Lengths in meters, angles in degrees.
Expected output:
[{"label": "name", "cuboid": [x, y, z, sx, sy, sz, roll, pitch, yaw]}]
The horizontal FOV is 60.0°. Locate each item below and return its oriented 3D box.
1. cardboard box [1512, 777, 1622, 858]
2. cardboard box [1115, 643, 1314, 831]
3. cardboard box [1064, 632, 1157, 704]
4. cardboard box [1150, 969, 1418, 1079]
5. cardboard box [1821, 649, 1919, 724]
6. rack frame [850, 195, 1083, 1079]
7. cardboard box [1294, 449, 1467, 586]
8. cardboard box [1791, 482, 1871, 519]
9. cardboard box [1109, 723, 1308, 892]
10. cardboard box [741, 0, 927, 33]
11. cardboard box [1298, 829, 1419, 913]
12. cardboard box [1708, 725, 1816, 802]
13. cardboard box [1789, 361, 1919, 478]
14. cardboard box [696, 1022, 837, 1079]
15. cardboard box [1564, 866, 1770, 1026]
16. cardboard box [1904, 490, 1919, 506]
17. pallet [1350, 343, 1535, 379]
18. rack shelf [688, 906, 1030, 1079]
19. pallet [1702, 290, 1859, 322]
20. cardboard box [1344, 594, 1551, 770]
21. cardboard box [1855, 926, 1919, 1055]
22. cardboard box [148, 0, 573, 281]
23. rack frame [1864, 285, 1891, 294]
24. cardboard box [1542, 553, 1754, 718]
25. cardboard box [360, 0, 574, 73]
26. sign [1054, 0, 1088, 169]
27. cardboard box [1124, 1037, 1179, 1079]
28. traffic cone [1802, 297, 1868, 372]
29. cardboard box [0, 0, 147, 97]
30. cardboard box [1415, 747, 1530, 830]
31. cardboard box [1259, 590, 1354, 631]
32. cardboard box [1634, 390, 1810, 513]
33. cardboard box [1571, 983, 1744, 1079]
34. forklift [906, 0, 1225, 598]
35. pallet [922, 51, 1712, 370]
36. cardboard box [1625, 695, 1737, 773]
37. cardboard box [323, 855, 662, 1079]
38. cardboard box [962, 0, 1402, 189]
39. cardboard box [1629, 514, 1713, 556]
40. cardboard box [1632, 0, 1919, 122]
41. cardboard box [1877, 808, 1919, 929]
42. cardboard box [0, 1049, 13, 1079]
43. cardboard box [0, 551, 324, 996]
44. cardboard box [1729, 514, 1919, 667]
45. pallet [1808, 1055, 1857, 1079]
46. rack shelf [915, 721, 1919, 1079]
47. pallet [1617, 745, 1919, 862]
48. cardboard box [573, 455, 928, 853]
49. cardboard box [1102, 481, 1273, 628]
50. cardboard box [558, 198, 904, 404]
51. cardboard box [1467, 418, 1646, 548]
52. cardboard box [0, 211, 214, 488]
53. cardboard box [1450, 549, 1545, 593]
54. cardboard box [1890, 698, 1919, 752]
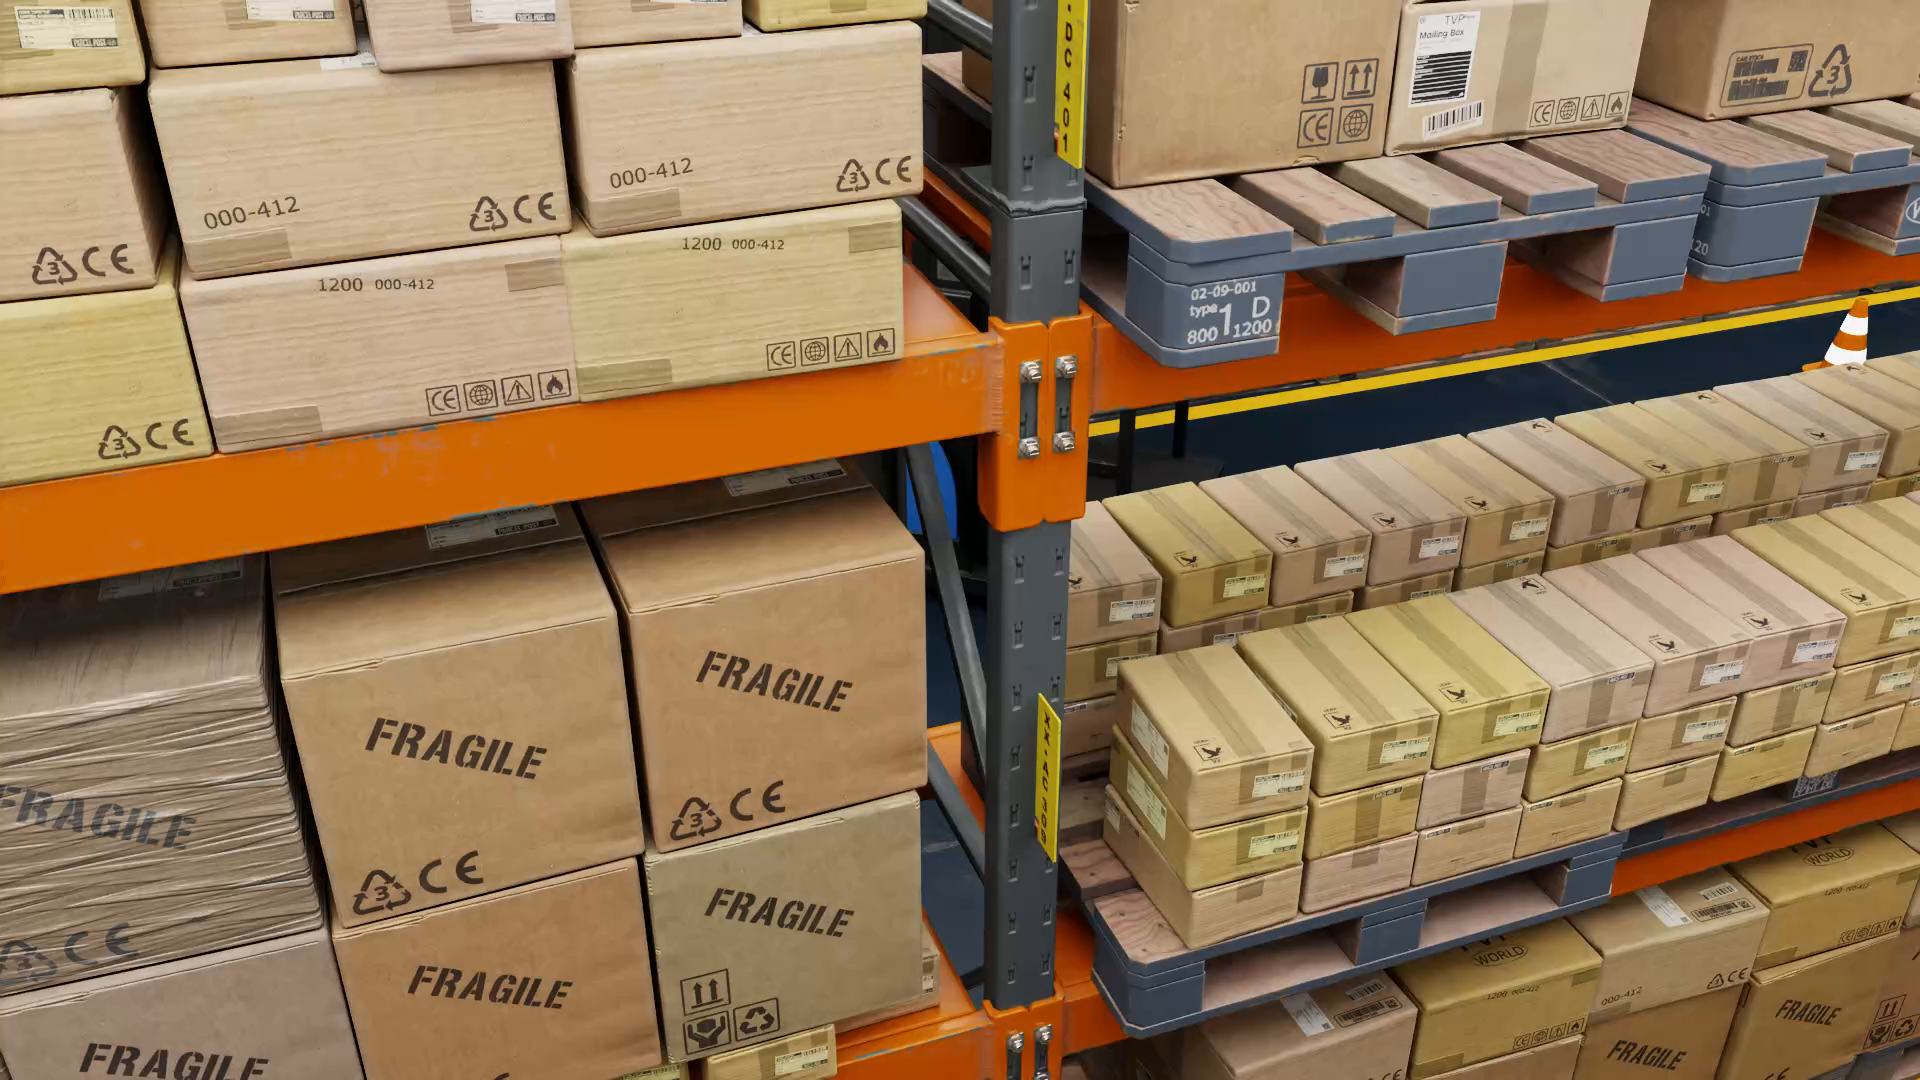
[{"label": "cardboard box", "cuboid": [1.222, 0.504, 3.666, 0.250, 0.149, 0.380, -10, 31, -17]}, {"label": "cardboard box", "cuboid": [0.493, 0.380, 3.282, 0.250, 0.149, 0.380, -9, 31, -15]}, {"label": "cardboard box", "cuboid": [0.268, 0.203, 3.892, 0.250, 0.149, 0.380, -9, 31, -16]}, {"label": "cardboard box", "cuboid": [0.748, 1.139, 4.064, 0.500, 0.250, 0.500, -12, 32, -20]}, {"label": "cardboard box", "cuboid": [1.958, 0.238, 3.831, 0.250, 0.149, 0.380, -11, 31, -19]}, {"label": "rack frame", "cuboid": [-0.036, 0.566, 3.726, 0.127, 3.000, 1.000, -10, 31, -18]}, {"label": "cardboard box", "cuboid": [1.012, -0.061, 4.056, 0.250, 0.149, 0.380, -11, 31, -18]}, {"label": "cardboard box", "cuboid": [2.217, -0.155, 4.521, 0.250, 0.149, 0.380, -10, 31, -18]}, {"label": "cardboard box", "cuboid": [0.493, 0.509, 3.355, 0.250, 0.149, 0.380, -10, 31, -17]}, {"label": "cardboard box", "cuboid": [-0.234, -0.881, 2.480, 0.250, 0.149, 0.380, -12, 32, -20]}, {"label": "cardboard box", "cuboid": [0.751, 0.588, 3.518, 0.250, 0.149, 0.380, -10, 31, -17]}, {"label": "cardboard box", "cuboid": [1.715, 0.410, 3.829, 0.250, 0.149, 0.380, -11, 31, -19]}, {"label": "cardboard box", "cuboid": [2.481, -0.333, 4.533, 0.250, 0.149, 0.380, -12, 32, -20]}, {"label": "cardboard box", "cuboid": [-0.426, 0.928, 3.344, 0.250, 0.149, 0.380, -11, 32, -19]}, {"label": "cardboard box", "cuboid": [1.726, 0.960, 4.378, 0.500, 0.250, 0.500, -9, 31, -16]}, {"label": "cardboard box", "cuboid": [2.454, 0.015, 3.921, 0.250, 0.149, 0.380, -10, 31, -18]}, {"label": "pallet", "cuboid": [2.625, -1.326, 9.864, 1.213, 0.211, 1.003, -10, 31, -18]}, {"label": "rack shelf", "cuboid": [-1.911, 1.224, 3.298, 4.000, 0.370, 1.077, -10, 31, -18]}, {"label": "pallet", "cuboid": [4.911, -1.747, 10.603, 1.213, 0.211, 1.003, -10, 31, -18]}, {"label": "cardboard box", "cuboid": [0.993, 0.286, 3.447, 0.250, 0.149, 0.380, -10, 31, -17]}, {"label": "cardboard box", "cuboid": [2.699, 1.102, 4.886, 0.500, 0.500, 0.500, -9, 31, -16]}, {"label": "cardboard box", "cuboid": [-0.872, -0.607, 2.402, 0.500, 0.250, 0.500, -12, 32, -20]}, {"label": "rack frame", "cuboid": [5.641, -3.094, 10.150, 0.127, 3.000, 1.000, -10, 31, -18]}, {"label": "cardboard box", "cuboid": [1.468, 0.199, 3.598, 0.250, 0.149, 0.380, -11, 31, -18]}, {"label": "cardboard box", "cuboid": [-0.693, -0.769, 2.284, 0.250, 0.149, 0.380, -10, 31, -18]}, {"label": "sign", "cuboid": [0.160, -0.711, 2.416, 0.005, 0.325, 0.100, -10, 31, -18]}, {"label": "cardboard box", "cuboid": [0.749, 1.465, 4.249, 0.500, 0.500, 0.500, -9, 31, -16]}, {"label": "traffic cone", "cuboid": [4.967, -1.128, 9.262, 0.334, 0.463, 0.336, -10, 31, -18]}, {"label": "cardboard box", "cuboid": [-1.209, -0.698, 2.158, 0.250, 0.149, 0.380, -12, 32, -20]}, {"label": "cardboard box", "cuboid": [0.977, 0.419, 3.514, 0.250, 0.149, 0.380, -10, 31, -16]}, {"label": "cardboard box", "cuboid": [0.748, 0.116, 4.046, 0.250, 0.149, 0.380, -9, 31, -15]}, {"label": "cardboard box", "cuboid": [1.981, -0.239, 4.367, 0.250, 0.149, 0.380, -9, 31, -16]}, {"label": "cardboard box", "cuboid": [1.730, 1.277, 4.580, 0.500, 0.500, 0.500, -10, 31, -17]}, {"label": "forklift", "cuboid": [0.590, -1.164, 6.831, 3.031, 2.935, 1.130, 11, 31, 18]}, {"label": "pallet", "cuboid": [0.579, -0.713, 3.130, 1.003, 0.211, 1.213, -10, 31, -18]}, {"label": "cardboard box", "cuboid": [1.473, 0.326, 3.677, 0.250, 0.149, 0.380, -9, 31, -16]}, {"label": "cardboard box", "cuboid": [-0.878, 0.697, 3.095, 0.500, 0.500, 0.500, -11, 32, -19]}, {"label": "cardboard box", "cuboid": [0.357, -0.977, 2.880, 0.500, 0.500, 0.700, -10, 31, -18]}, {"label": "cardboard box", "cuboid": [1.731, -0.065, 4.363, 0.250, 0.149, 0.380, -9, 31, -16]}, {"label": "cardboard box", "cuboid": [1.457, -1.170, 3.215, 0.637, 0.503, 0.797, -11, 31, -18]}, {"label": "cardboard box", "cuboid": [2.693, 0.785, 4.684, 0.500, 0.250, 0.500, -10, 31, -17]}, {"label": "cardboard box", "cuboid": [-1.836, 0.861, 2.807, 0.500, 0.500, 0.500, -11, 32, -19]}, {"label": "cardboard box", "cuboid": [-1.350, 0.339, 2.713, 0.500, 0.500, 0.500, -10, 31, -16]}, {"label": "cardboard box", "cuboid": [1.956, 0.108, 3.759, 0.250, 0.149, 0.380, -9, 31, -16]}, {"label": "pallet", "cuboid": [1.838, 1.430, 5.026, 1.213, 0.211, 1.003, -10, 31, -18]}, {"label": "rack shelf", "cuboid": [1.838, 0.534, 4.510, 4.000, 0.370, 1.077, -10, 31, -18]}, {"label": "pallet", "cuboid": [1.871, 0.320, 4.352, 1.213, 0.211, 1.003, -10, 31, -18]}, {"label": "cardboard box", "cuboid": [-0.383, 0.166, 3.017, 0.500, 0.500, 0.500, -12, 32, -19]}, {"label": "cardboard box", "cuboid": [0.523, 0.028, 3.900, 0.250, 0.149, 0.380, -11, 32, -19]}, {"label": "cardboard box", "cuboid": [-0.402, -0.462, 2.652, 0.500, 0.250, 0.500, -10, 31, -16]}, {"label": "cardboard box", "cuboid": [1.494, -0.150, 4.212, 0.250, 0.149, 0.380, -12, 32, -20]}, {"label": "cardboard box", "cuboid": [-1.350, -0.293, 2.356, 0.500, 0.250, 0.500, -11, 31, -18]}, {"label": "cardboard box", "cuboid": [1.247, 0.022, 4.210, 0.250, 0.149, 0.380, -12, 32, -20]}, {"label": "cardboard box", "cuboid": [2.206, 0.320, 3.988, 0.250, 0.149, 0.380, -9, 31, -16]}]
